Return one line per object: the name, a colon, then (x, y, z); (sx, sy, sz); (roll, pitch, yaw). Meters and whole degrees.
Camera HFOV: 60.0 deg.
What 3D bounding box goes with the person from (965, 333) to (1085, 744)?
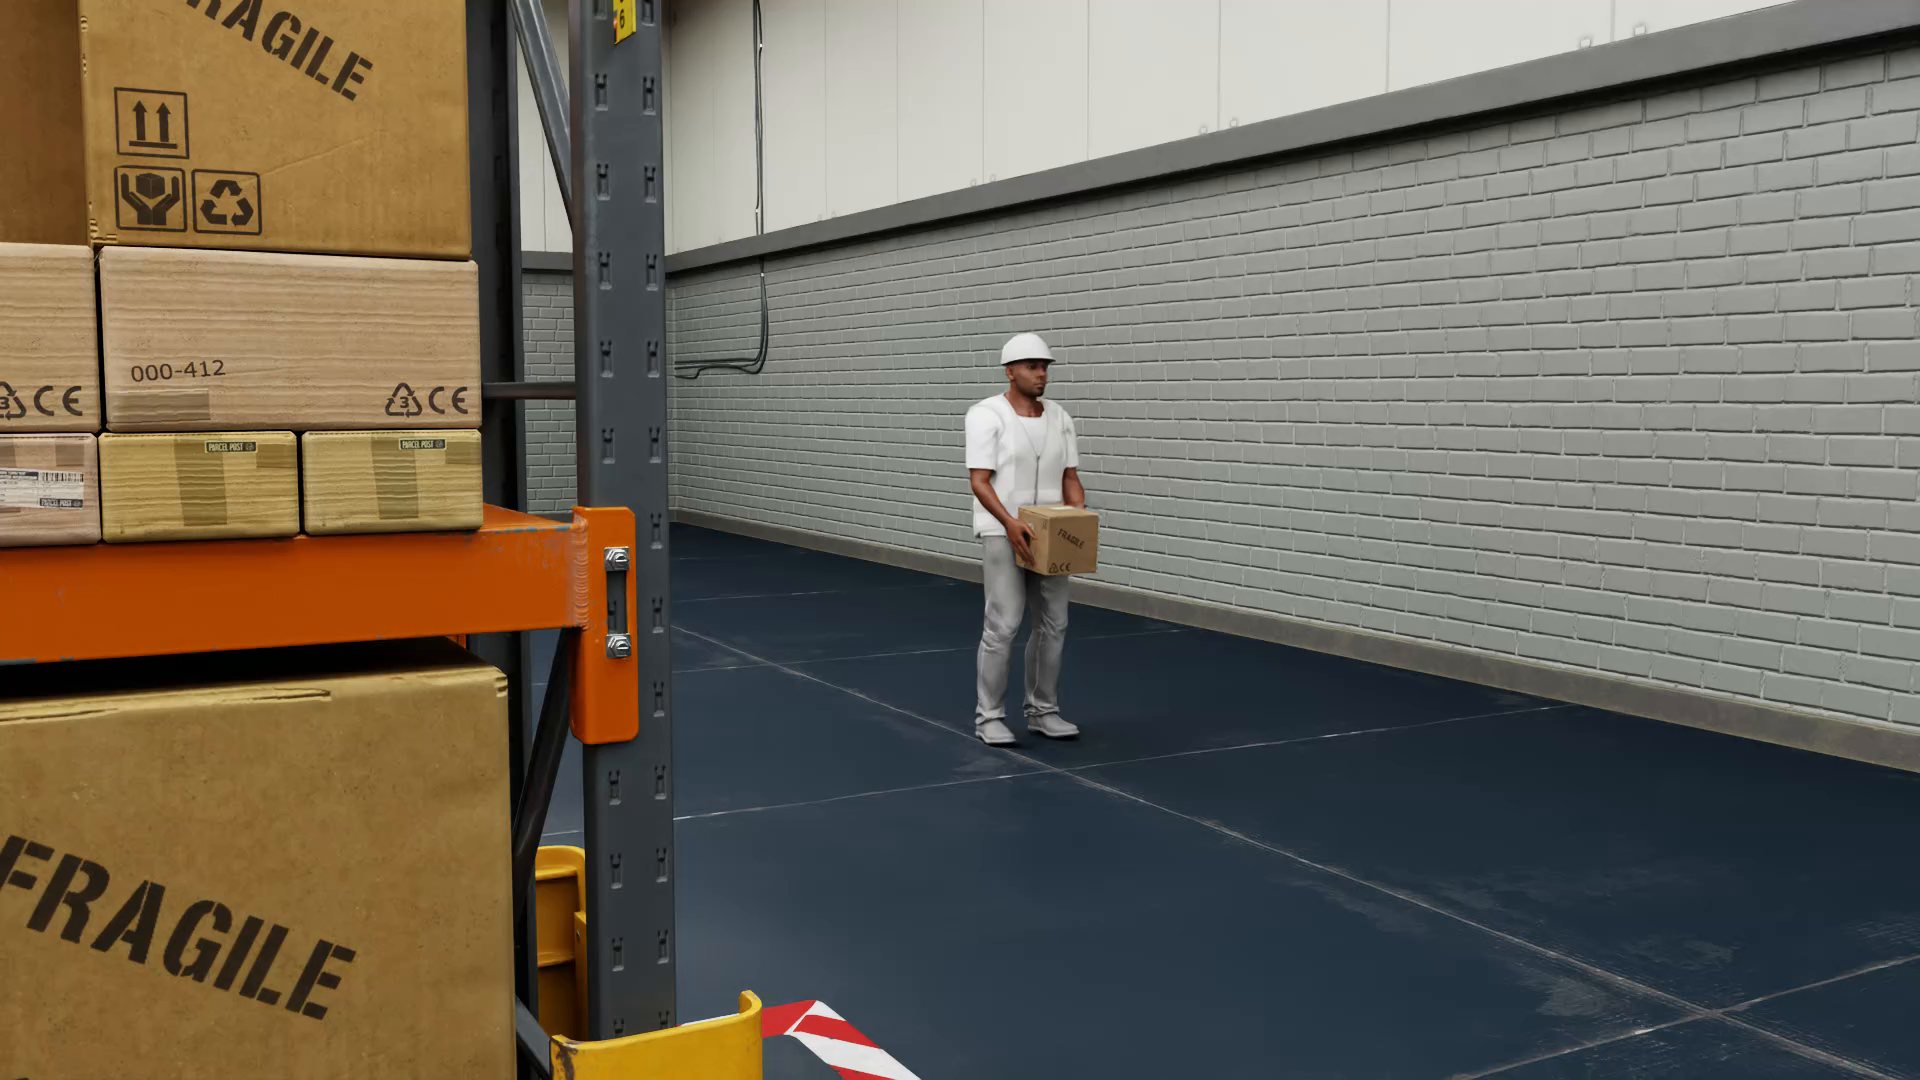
person: (0.309, -0.009, 7.220); (0.562, 1.768, 0.509); (-3, 6, -29)
